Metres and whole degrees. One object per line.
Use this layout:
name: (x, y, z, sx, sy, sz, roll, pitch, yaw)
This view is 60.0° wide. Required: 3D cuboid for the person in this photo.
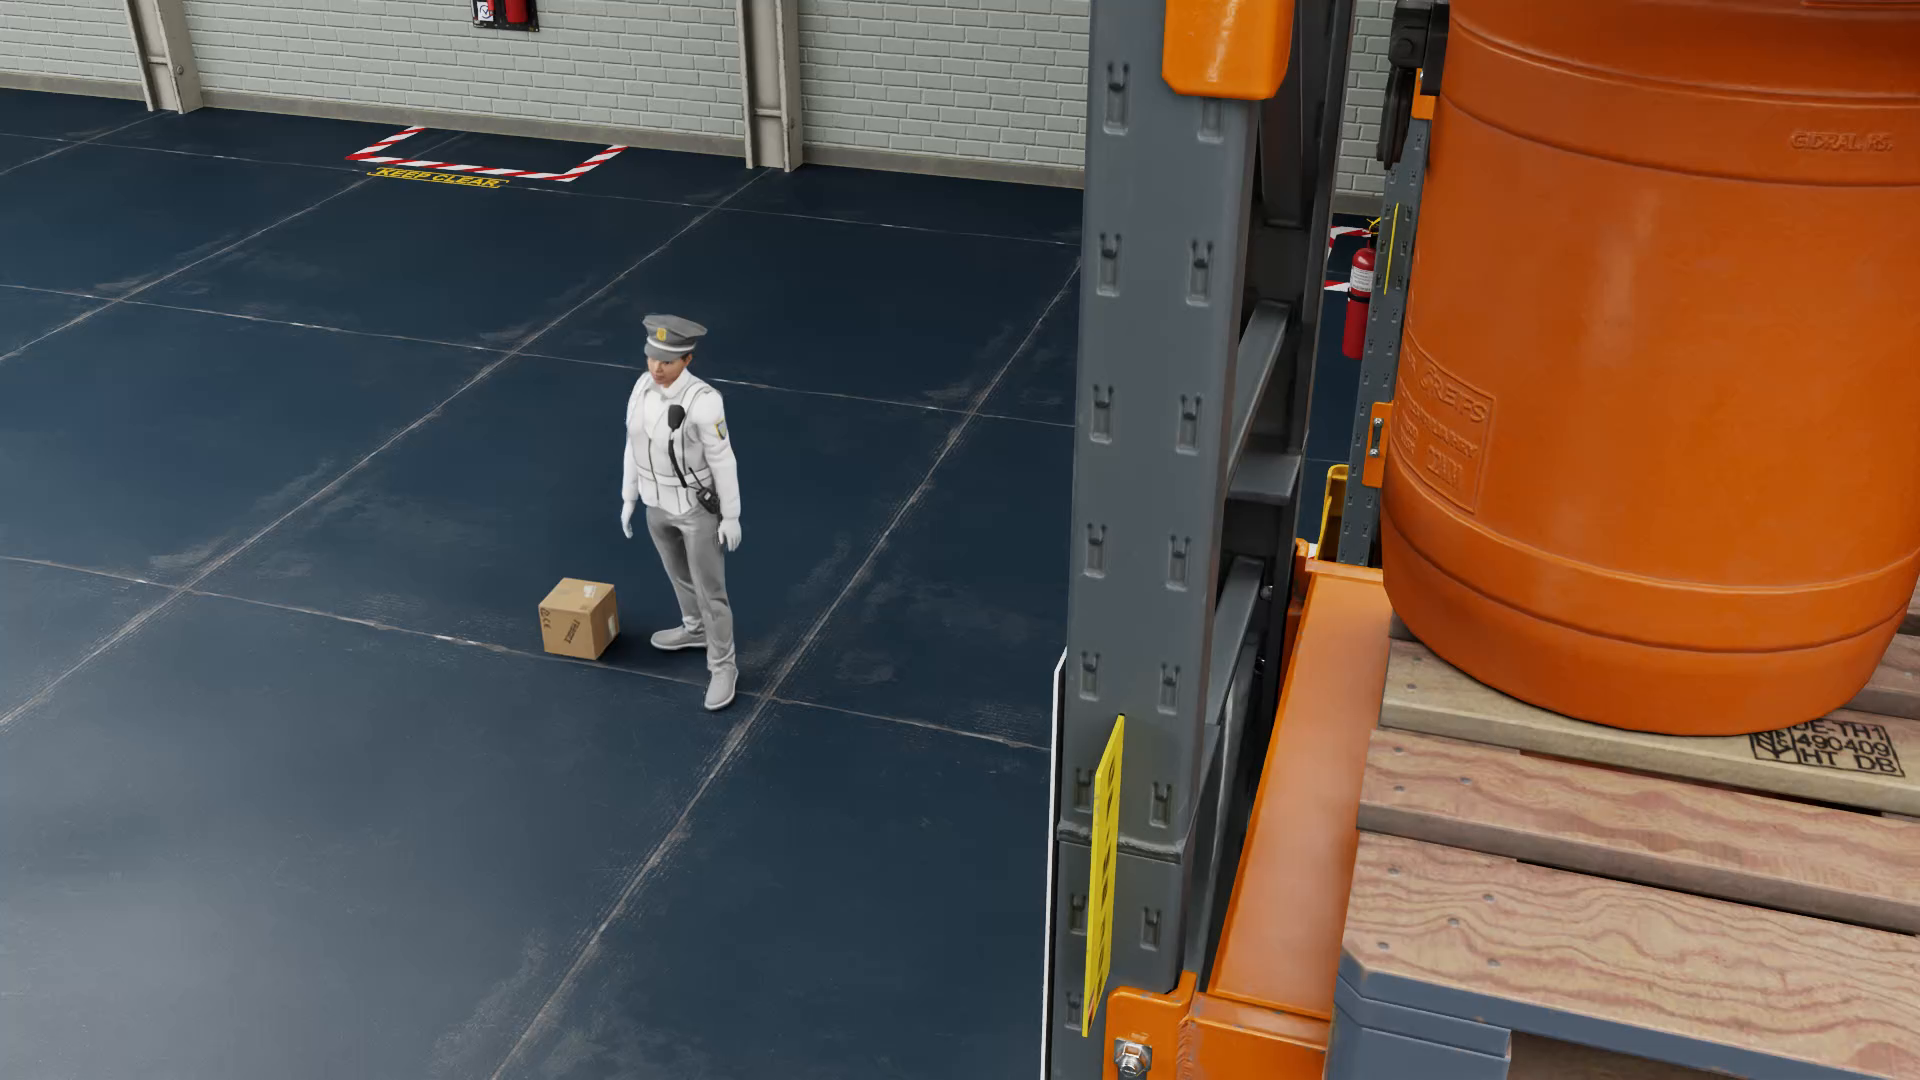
person: (-1.158, -0.155, 6.868, 0.608, 1.685, 0.421, 20, 35, 31)
